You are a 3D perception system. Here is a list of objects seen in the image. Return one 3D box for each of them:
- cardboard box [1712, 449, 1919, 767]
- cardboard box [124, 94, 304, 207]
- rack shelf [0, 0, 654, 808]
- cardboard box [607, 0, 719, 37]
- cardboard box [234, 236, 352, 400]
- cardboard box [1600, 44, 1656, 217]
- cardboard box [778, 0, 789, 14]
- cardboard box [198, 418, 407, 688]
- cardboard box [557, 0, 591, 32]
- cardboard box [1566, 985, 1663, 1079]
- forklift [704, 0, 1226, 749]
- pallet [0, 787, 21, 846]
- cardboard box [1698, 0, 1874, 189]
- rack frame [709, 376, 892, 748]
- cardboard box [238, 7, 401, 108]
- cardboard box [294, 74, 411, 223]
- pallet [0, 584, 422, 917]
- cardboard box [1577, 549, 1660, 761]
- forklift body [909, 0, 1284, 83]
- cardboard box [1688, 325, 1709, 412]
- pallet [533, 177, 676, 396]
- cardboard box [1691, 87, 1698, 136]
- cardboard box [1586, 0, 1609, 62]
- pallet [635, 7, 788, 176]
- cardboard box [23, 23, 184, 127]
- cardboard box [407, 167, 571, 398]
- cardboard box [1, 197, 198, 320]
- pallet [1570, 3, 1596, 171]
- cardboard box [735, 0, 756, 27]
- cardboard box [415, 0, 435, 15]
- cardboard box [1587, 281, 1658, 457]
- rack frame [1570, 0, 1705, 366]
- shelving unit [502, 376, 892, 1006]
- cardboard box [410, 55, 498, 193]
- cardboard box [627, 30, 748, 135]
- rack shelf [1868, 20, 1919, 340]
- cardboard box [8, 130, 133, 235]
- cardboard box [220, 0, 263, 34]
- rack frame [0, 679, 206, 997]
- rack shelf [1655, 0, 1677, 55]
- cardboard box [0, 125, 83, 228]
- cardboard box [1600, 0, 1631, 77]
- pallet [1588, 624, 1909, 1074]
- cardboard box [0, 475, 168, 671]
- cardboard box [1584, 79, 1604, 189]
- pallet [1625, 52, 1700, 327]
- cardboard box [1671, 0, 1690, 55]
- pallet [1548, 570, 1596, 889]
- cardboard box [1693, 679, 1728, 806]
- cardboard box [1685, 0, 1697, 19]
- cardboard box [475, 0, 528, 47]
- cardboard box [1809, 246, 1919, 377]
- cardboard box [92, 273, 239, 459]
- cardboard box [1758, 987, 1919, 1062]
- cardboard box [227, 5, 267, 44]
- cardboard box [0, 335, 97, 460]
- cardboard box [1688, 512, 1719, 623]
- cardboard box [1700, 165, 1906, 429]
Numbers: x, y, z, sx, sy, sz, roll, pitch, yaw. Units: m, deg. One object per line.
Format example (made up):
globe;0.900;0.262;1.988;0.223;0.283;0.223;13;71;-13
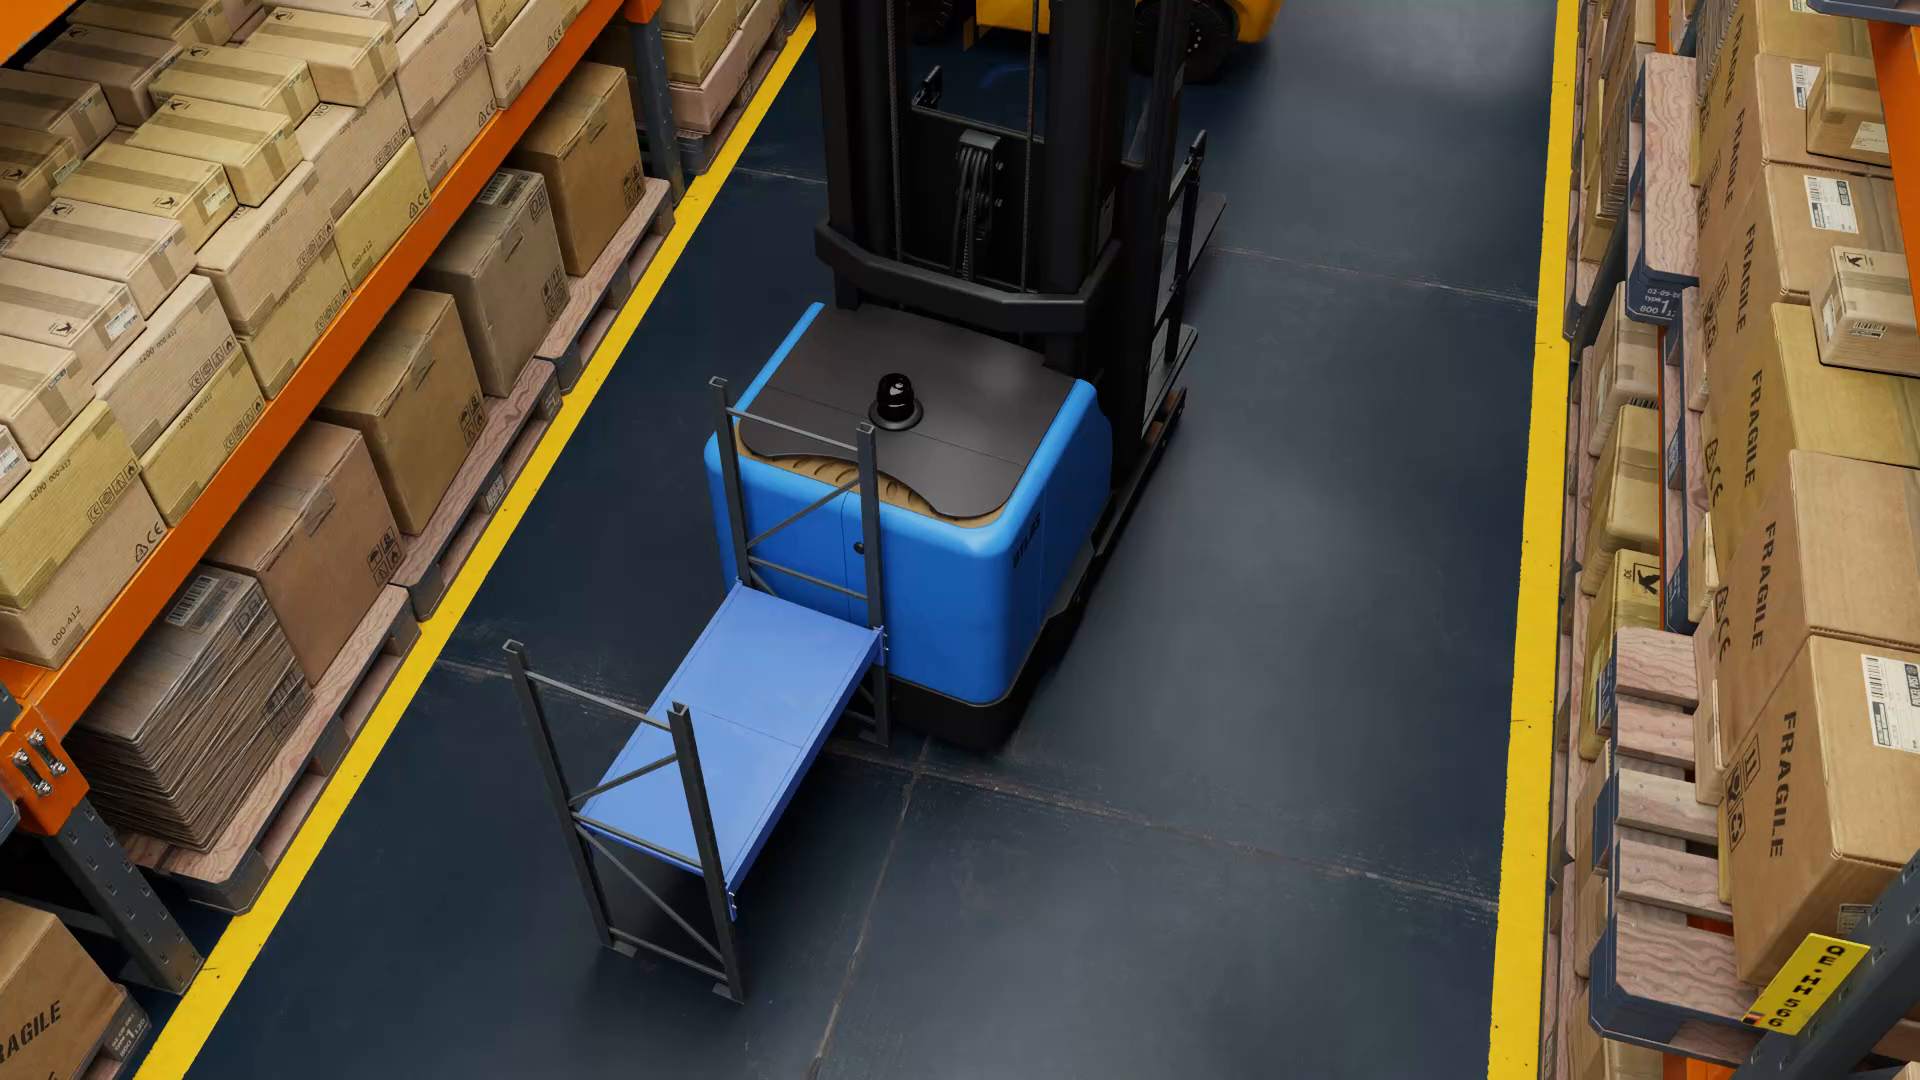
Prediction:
cardboard box;1.952;0.194;3.533;0.500;0.500;0.500;11;49;9
cardboard box;-2.117;-1.109;4.729;0.380;0.149;0.250;13;50;11
rack shelf;-2.288;-0.962;5.578;1.077;0.370;4.000;12;50;10
cardboard box;-1.332;-2.494;7.338;0.500;0.250;0.500;11;49;9
cardboard box;-2.196;-0.713;4.979;0.500;0.250;0.500;10;49;9
cardboard box;2.925;-1.628;6.739;0.500;0.500;0.500;11;49;10
cardboard box;-1.076;-2.905;8.367;0.500;0.250;0.500;12;50;11
cardboard box;-2.473;-0.029;5.578;0.875;0.625;0.625;13;50;11
cardboard box;-1.642;-2.180;6.274;0.500;0.250;0.500;13;50;11
cardboard box;2.134;1.548;4.356;0.950;0.372;0.625;9;49;7
forklift;0.250;-1.398;5.529;1.130;2.935;3.031;18;51;15
pallet;-2.925;0.815;3.658;1.213;0.211;1.003;12;50;10
cardboard box;2.497;-1.295;4.847;0.500;0.500;0.500;12;50;10
rack frame;-0.466;0.123;5.141;0.500;1.500;0.032;18;51;15
cardboard box;-1.940;-1.466;5.044;0.380;0.149;0.250;10;49;9
cardboard box;-2.064;-1.253;5.122;0.500;0.250;0.500;12;50;11
pallet;-2.560;0.582;5.596;1.003;0.211;1.213;12;50;10
cardboard box;2.525;0.465;5.312;0.950;0.372;0.625;13;50;11
forklift body;0.552;-3.527;7.928;2.313;2.155;1.214;12;50;10
cardboard box;2.208;-0.451;4.534;0.380;0.149;0.250;13;50;11
pallet;-1.918;-1.183;7.153;1.003;0.211;1.213;12;50;10
cardboard box;2.578;-1.388;5.362;0.380;0.149;0.250;12;50;11
cardboard box;3.329;-2.498;8.008;0.500;0.250;0.500;15;50;13
pallet;-1.512;-2.290;8.131;1.003;0.211;1.213;12;50;10
cardboard box;-2.539;-1.390;4.977;0.380;0.149;0.250;13;50;11
cardboard box;-2.100;-1.060;6.489;0.875;0.625;0.625;11;50;10
cardboard box;-2.278;-0.749;4.411;0.380;0.149;0.250;12;50;10
pallet;3.490;-2.125;7.984;1.003;0.211;1.213;12;50;10
cardboard box;-1.206;-2.694;7.848;0.500;0.250;0.500;11;50;10
cardboard box;-1.874;-1.853;5.385;0.380;0.149;0.250;10;49;9
cardboard box;2.892;-0.559;6.215;0.950;0.372;0.625;12;50;11
rack frame;3.028;-1.669;5.723;1.000;3.000;0.127;12;50;10
shelving unit;-0.669;0.472;4.833;0.538;1.500;1.048;18;51;15
cardboard box;-1.929;-1.463;5.640;0.500;0.250;0.500;12;50;10
cardboard box;-1.315;-2.160;7.709;0.500;0.250;0.500;12;50;10
rack shelf;2.502;-0.977;3.591;1.077;0.370;4.000;12;50;10
cardboard box;-2.697;-0.980;4.881;0.500;0.250;0.500;11;50;10
cardboard box;-2.448;-1.770;5.312;0.380;0.149;0.250;11;50;10
rack frame;-2.814;0.247;4.031;1.000;3.000;0.127;12;50;10
rack shelf;3.554;-2.878;7.269;1.077;0.370;4.000;12;50;10
cardboard box;-2.695;-1.027;4.657;0.380;0.149;0.250;11;50;10
cardboard box;3.190;-2.365;7.390;0.500;0.500;0.500;14;50;12
pallet;2.060;0.751;3.715;1.213;0.211;1.003;12;50;10
cardboard box;-2.462;0.024;4.328;0.500;0.250;0.500;12;50;10
cardboard box;3.055;-1.766;7.362;0.500;0.250;0.500;10;49;9
pallet;2.687;-1.082;5.332;1.003;0.211;1.213;12;50;10
cardboard box;2.819;-1.879;6.075;0.380;0.149;0.250;11;50;10
pallet;2.505;0.702;5.490;1.003;0.211;1.213;12;50;10
cardboard box;1.858;0.485;3.709;0.380;0.149;0.250;11;50;10
cardboard box;2.905;-2.171;5.901;0.500;0.500;0.500;10;49;9
cardboard box;-1.773;-1.983;5.766;0.500;0.250;0.500;10;49;9
cardboard box;2.134;-0.500;3.713;0.380;0.149;0.250;9;49;8
cardboard box;-2.329;-0.503;4.460;0.500;0.250;0.500;13;50;11
cardboard box;1.835;0.884;3.356;0.380;0.149;0.250;13;50;11
cardboard box;-2.431;-1.715;5.530;0.500;0.250;0.500;10;49;9
cardboard box;-2.377;-0.366;4.073;0.380;0.149;0.250;13;50;11
cardboard box;1.991;0.103;4.046;0.380;0.149;0.250;12;50;11
cardboard box;2.229;-0.566;4.204;0.500;0.500;0.500;10;49;8
